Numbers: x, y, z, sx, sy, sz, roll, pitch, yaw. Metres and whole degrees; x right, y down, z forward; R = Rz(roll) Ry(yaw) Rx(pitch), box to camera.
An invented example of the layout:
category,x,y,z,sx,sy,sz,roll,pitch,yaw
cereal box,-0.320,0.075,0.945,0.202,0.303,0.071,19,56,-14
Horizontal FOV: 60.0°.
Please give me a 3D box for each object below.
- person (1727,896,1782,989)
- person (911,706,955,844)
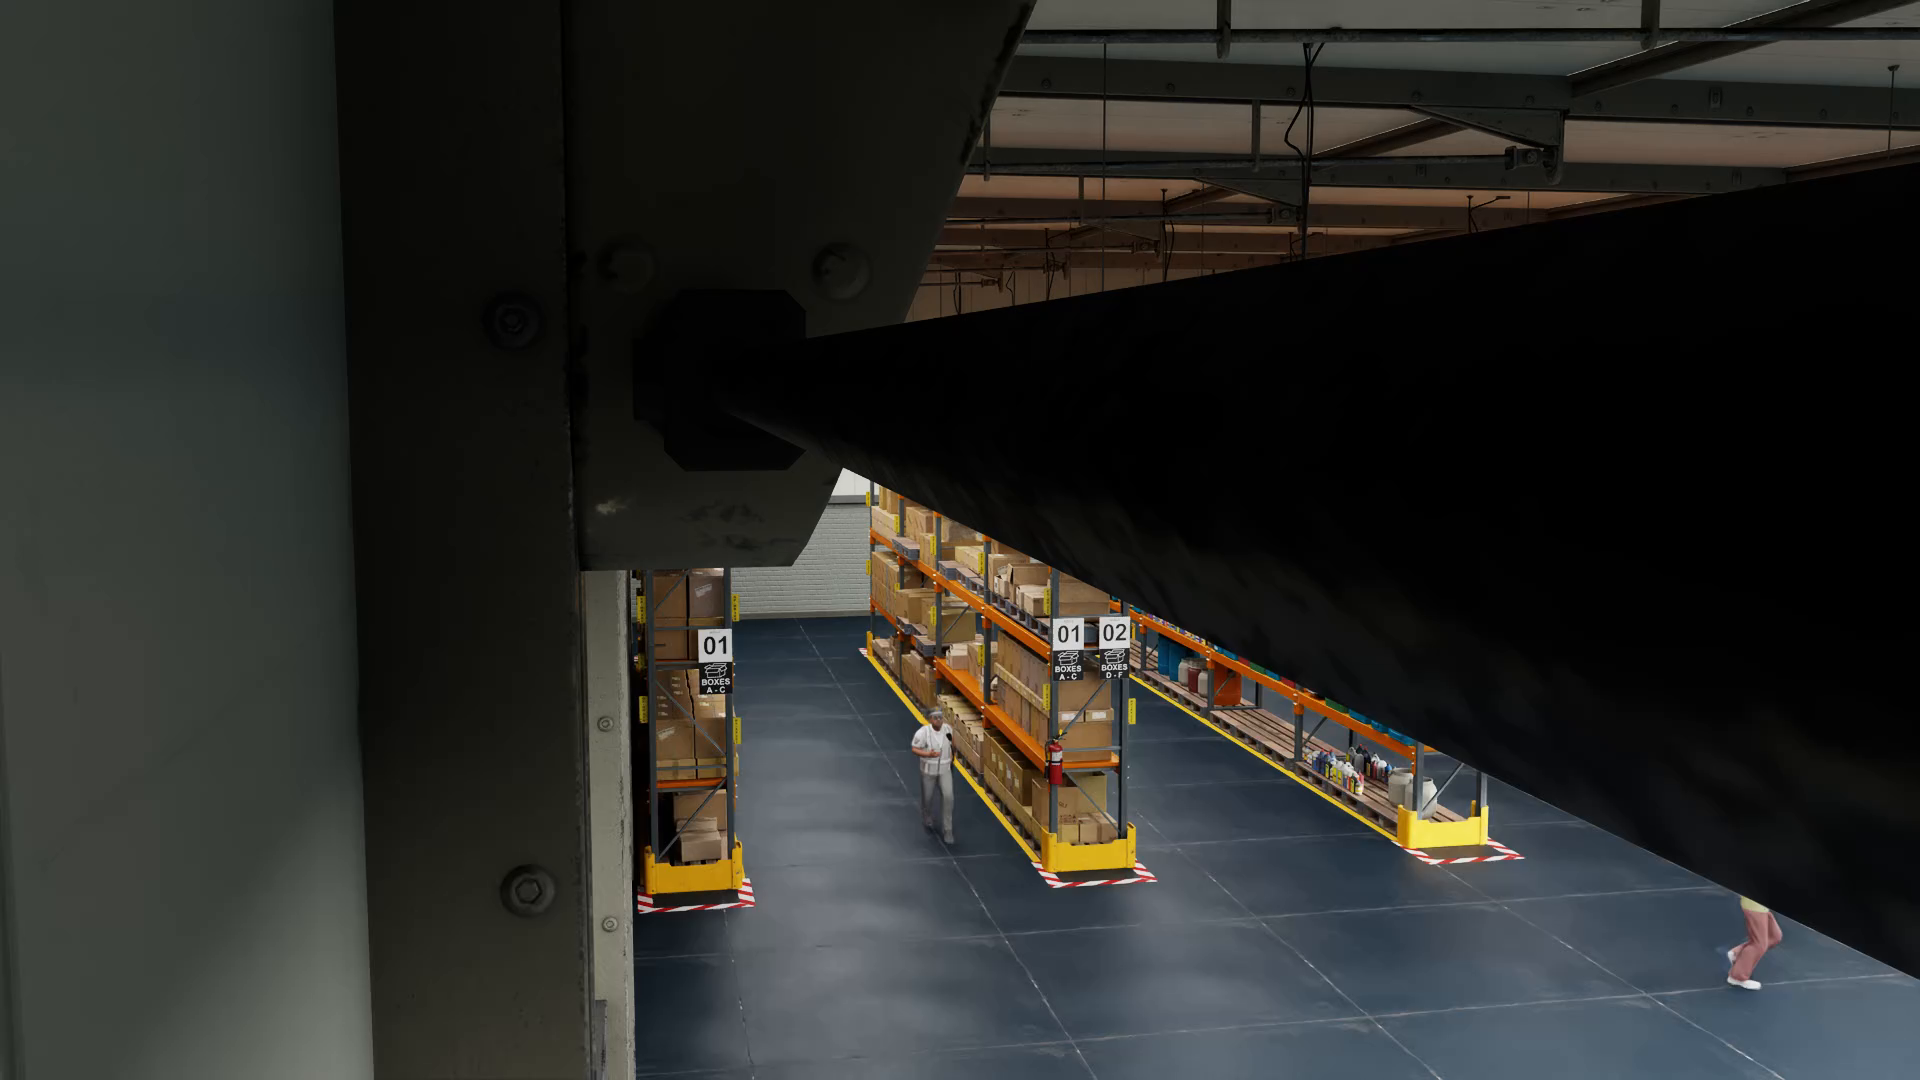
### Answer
category,x,y,z,sx,sy,sz,roll,pitch,yaw
person,8.136,3.753,16.924,0.548,1.639,0.601,2,6,17
person,-0.364,3.128,22.447,0.626,1.849,0.976,-1,6,-11
